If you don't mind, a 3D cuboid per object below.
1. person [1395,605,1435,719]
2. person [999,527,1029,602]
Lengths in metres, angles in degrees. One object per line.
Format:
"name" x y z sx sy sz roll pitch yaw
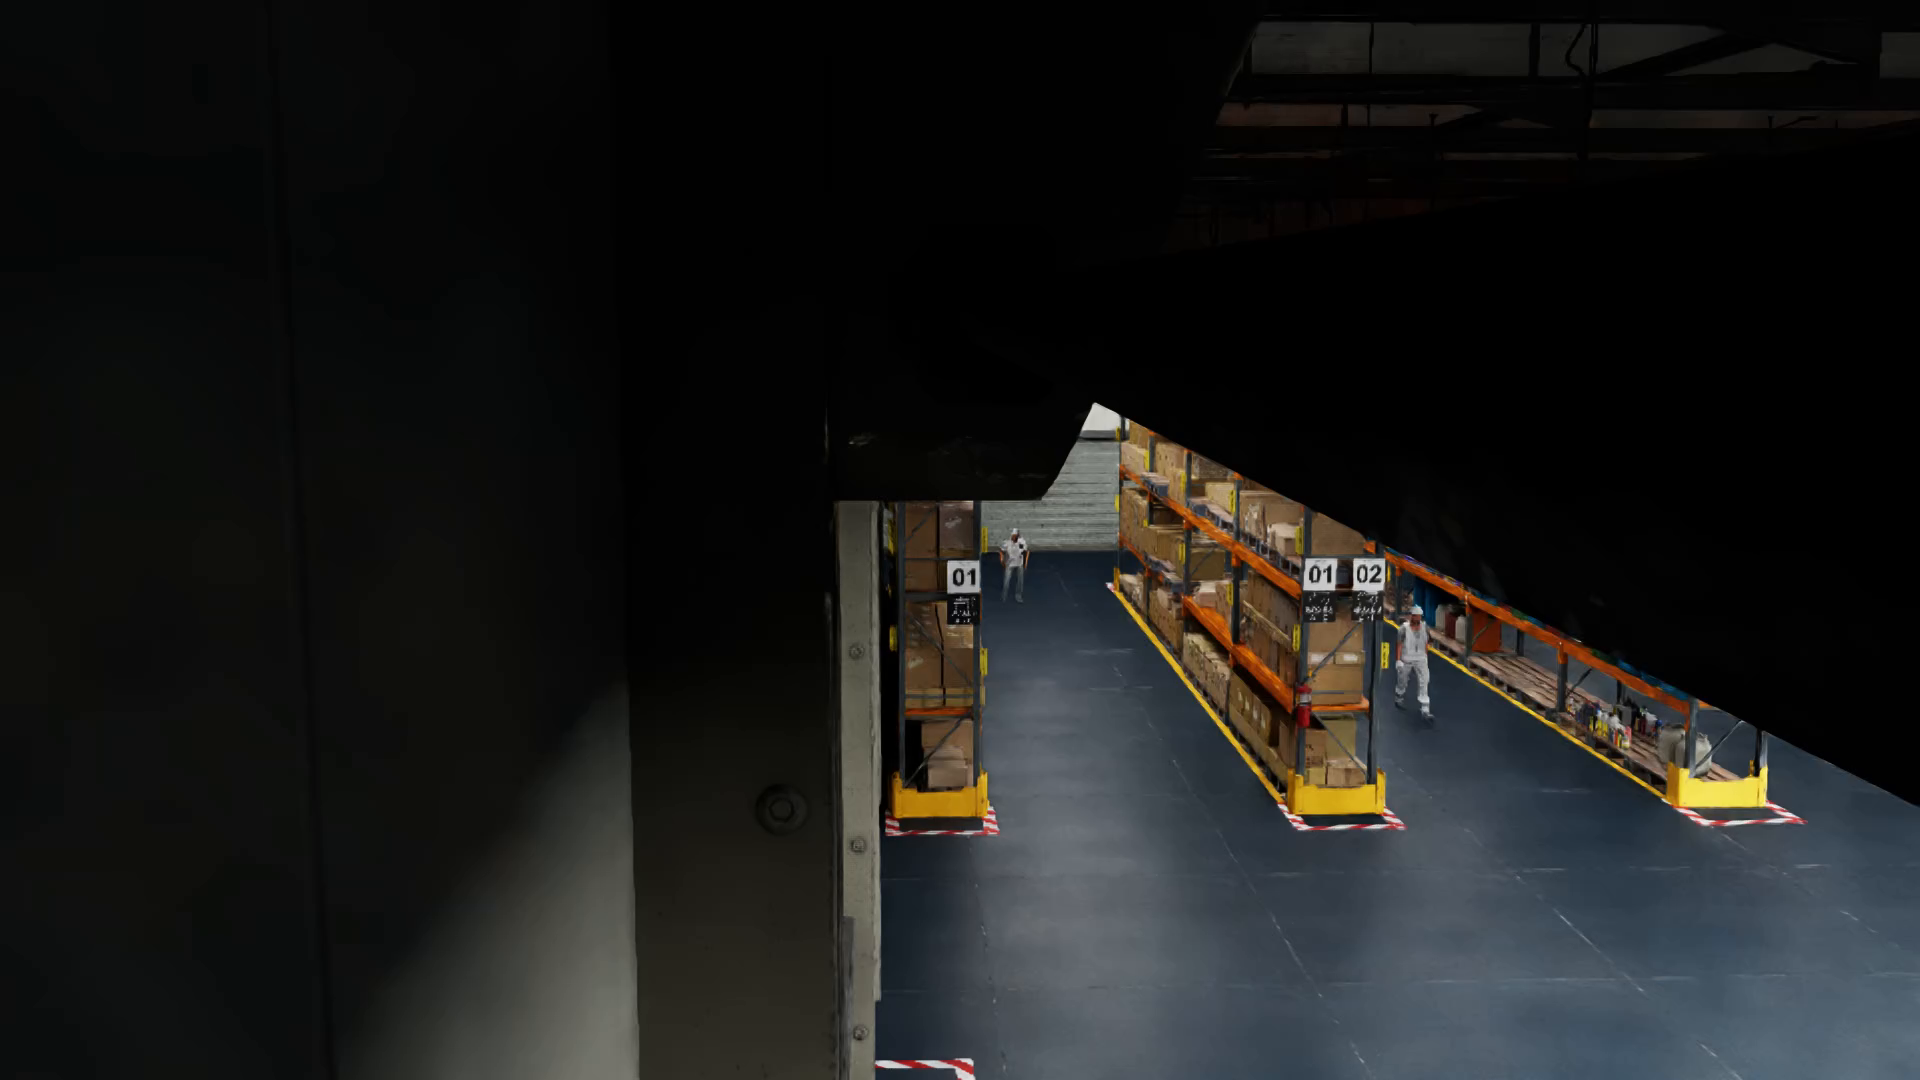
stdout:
"person" 6.920 1.828 25.383 0.553 1.709 1.123 0 8 -1
"person" 1.135 0.523 34.939 0.625 1.607 0.582 -1 8 -4
